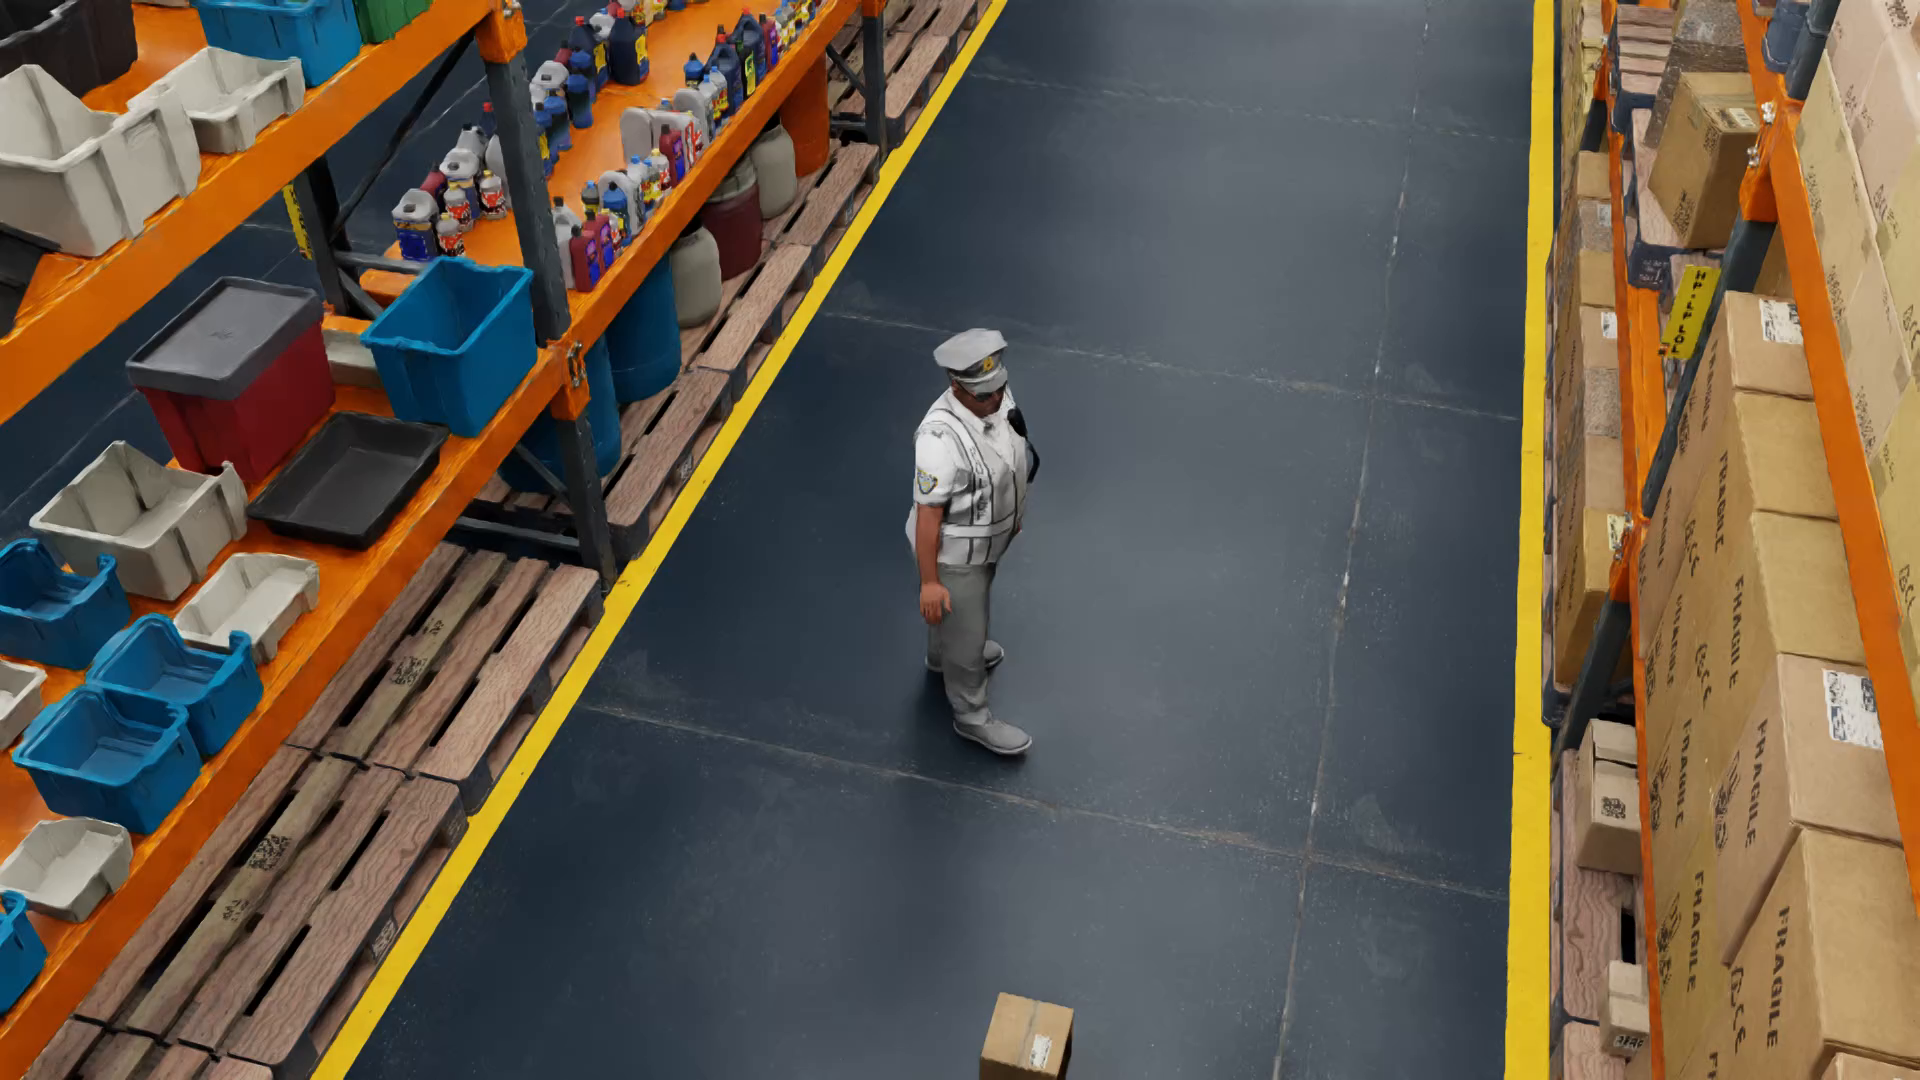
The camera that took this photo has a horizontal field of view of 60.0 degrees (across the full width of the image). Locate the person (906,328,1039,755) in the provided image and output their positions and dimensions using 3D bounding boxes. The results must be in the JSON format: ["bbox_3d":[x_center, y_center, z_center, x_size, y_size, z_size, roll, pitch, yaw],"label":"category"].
[{"bbox_3d":[0.067,0.008,6.103,0.585,1.752,0.672,17,44,19],"label":"person"}]
